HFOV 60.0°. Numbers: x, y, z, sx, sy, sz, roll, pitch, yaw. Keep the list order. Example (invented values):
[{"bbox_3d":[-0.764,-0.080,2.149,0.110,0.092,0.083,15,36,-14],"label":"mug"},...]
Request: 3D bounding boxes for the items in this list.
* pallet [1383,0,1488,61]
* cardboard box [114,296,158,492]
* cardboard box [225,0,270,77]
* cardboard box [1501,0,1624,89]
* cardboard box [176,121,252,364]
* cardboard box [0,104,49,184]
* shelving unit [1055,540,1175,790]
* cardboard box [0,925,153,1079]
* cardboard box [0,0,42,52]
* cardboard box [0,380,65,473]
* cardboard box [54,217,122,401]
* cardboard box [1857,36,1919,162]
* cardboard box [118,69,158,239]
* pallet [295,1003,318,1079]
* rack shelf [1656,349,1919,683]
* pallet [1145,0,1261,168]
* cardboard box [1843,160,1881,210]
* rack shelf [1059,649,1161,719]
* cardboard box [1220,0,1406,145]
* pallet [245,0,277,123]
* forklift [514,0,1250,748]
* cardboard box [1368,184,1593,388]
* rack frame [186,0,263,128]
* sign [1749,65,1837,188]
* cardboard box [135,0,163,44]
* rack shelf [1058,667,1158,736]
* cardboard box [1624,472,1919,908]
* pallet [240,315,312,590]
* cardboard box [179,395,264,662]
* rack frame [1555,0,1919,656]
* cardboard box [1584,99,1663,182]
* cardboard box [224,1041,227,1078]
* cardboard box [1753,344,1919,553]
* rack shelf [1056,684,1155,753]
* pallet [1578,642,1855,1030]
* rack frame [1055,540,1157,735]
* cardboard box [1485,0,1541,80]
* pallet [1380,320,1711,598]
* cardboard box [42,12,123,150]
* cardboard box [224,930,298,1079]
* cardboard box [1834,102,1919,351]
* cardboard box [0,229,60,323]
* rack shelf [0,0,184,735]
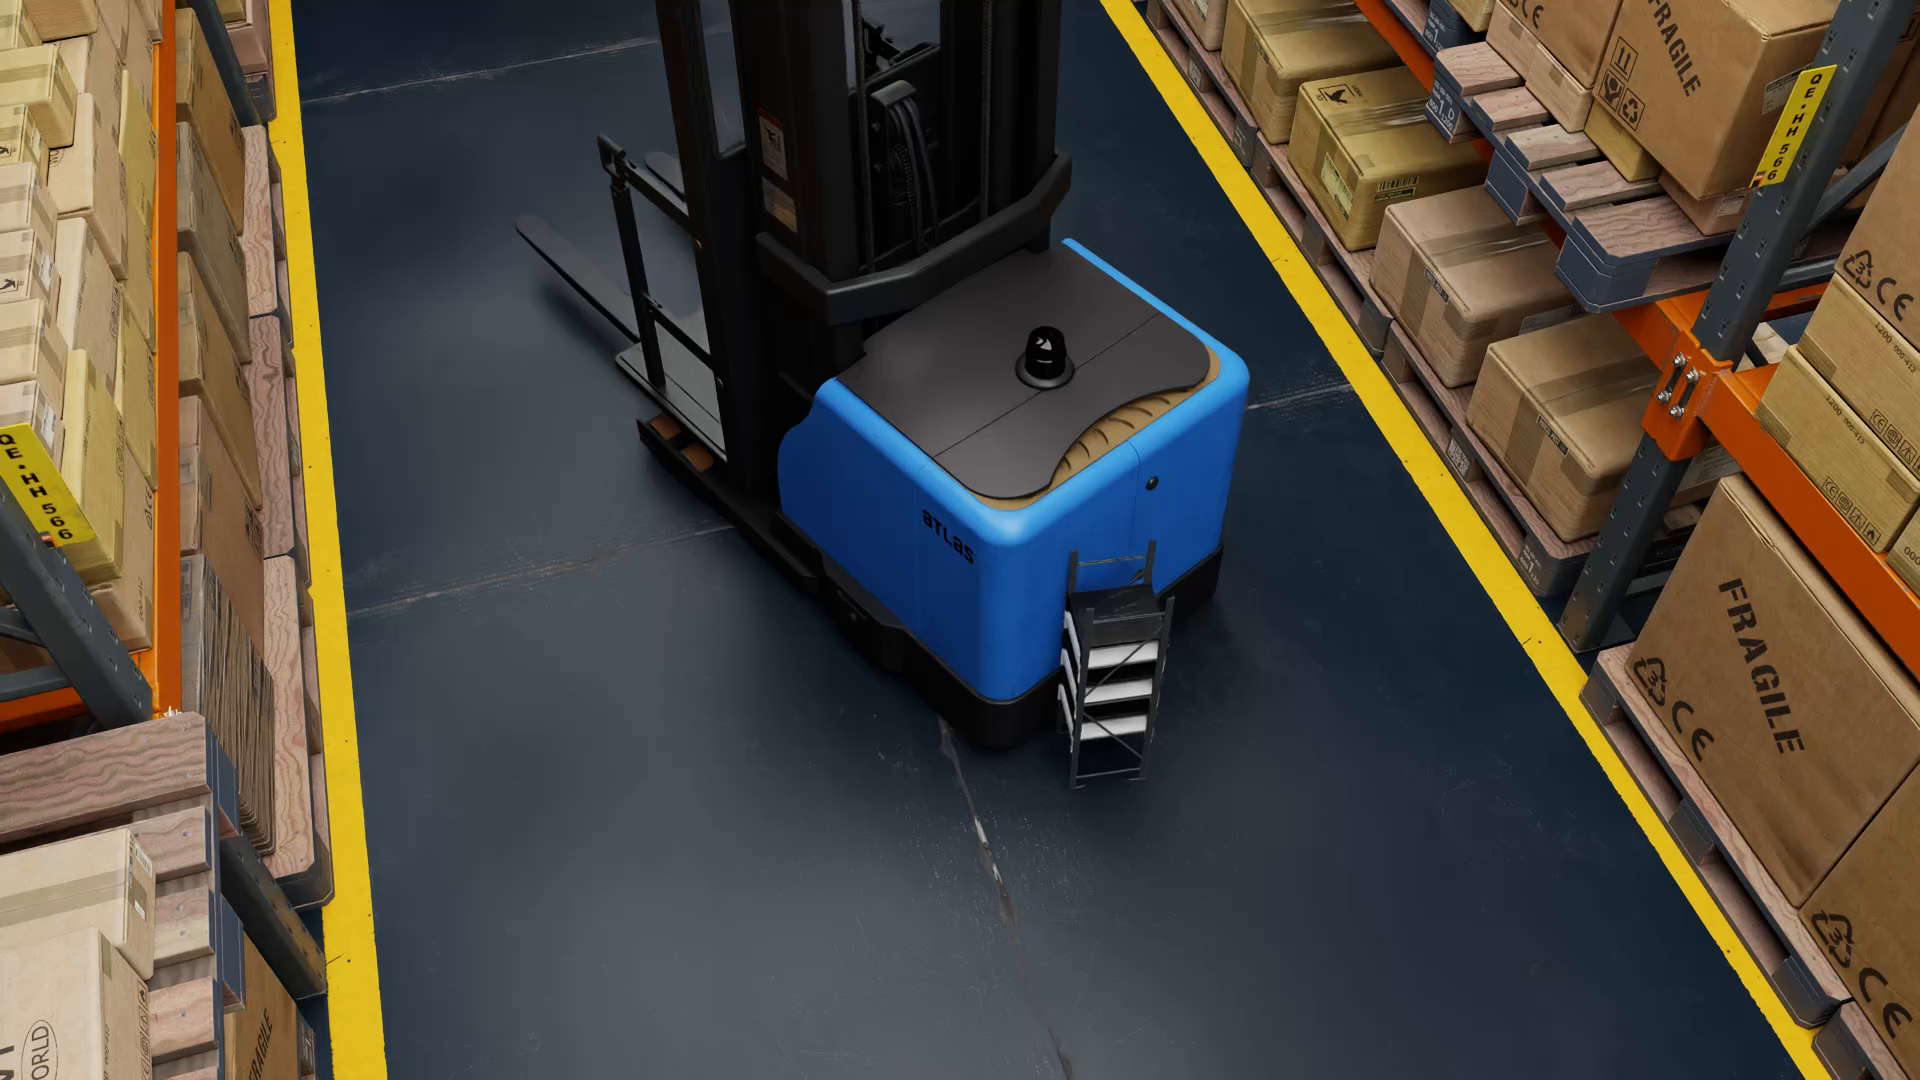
[{"bbox_3d":[1.843,-2.121,5.702,1.003,0.211,1.213,-13,51,-11],"label":"pallet"},{"bbox_3d":[-2.315,-0.321,4.157,0.500,0.250,0.500,-14,51,-12],"label":"cardboard box"},{"bbox_3d":[-3.283,-2.220,7.184,0.500,0.250,0.500,-13,51,-11],"label":"cardboard box"},{"bbox_3d":[1.904,-1.654,4.648,0.500,0.500,0.500,-14,51,-12],"label":"cardboard box"},{"bbox_3d":[-3.069,-0.966,5.881,0.875,0.625,0.625,-14,51,-11],"label":"cardboard box"},{"bbox_3d":[-2.459,-0.904,4.060,0.380,0.149,0.250,-13,51,-11],"label":"cardboard box"},{"bbox_3d":[0.437,0.383,4.838,0.258,0.900,0.210,-7,50,-6],"label":"shelving unit"},{"bbox_3d":[-1.652,0.989,2.778,0.500,0.250,0.500,-15,52,-13],"label":"cardboard box"},{"bbox_3d":[-2.647,-1.271,4.370,0.380,0.149,0.250,-13,51,-11],"label":"cardboard box"},{"bbox_3d":[-2.086,-0.162,3.435,0.380,0.149,0.250,-12,51,-10],"label":"cardboard box"},{"bbox_3d":[-2.318,-0.480,3.964,0.500,0.250,0.500,-12,51,-10],"label":"cardboard box"},{"bbox_3d":[2.555,-1.391,4.426,0.500,0.500,0.500,-15,51,-12],"label":"cardboard box"},{"bbox_3d":[-2.626,-1.075,4.792,0.500,0.250,0.500,-12,51,-10],"label":"cardboard box"},{"bbox_3d":[-2.088,1.831,4.068,1.003,0.211,1.213,-13,51,-11],"label":"pallet"},{"bbox_3d":[3.059,0.946,3.461,1.077,0.370,4.000,-13,51,-11],"label":"rack shelf"},{"bbox_3d":[1.516,-2.201,7.467,1.003,0.211,1.213,-13,51,-11],"label":"pallet"},{"bbox_3d":[2.549,-1.080,4.589,0.380,0.149,0.250,-16,52,-13],"label":"cardboard box"},{"bbox_3d":[0.436,0.404,4.863,0.258,0.077,0.200,-7,50,-6],"label":"rack shelf"},{"bbox_3d":[1.658,-2.050,6.960,0.950,0.372,0.625,-10,51,-9],"label":"cardboard box"},{"bbox_3d":[-3.651,-2.235,7.496,1.003,0.211,1.213,-13,51,-11],"label":"pallet"},{"bbox_3d":[-0.498,-1.356,4.976,1.130,2.935,3.031,-34,58,-25],"label":"forklift"},{"bbox_3d":[2.084,-0.987,6.064,0.950,0.372,0.625,-14,51,-12],"label":"cardboard box"},{"bbox_3d":[-3.456,-2.543,5.932,1.000,3.000,0.127,-13,51,-11],"label":"rack frame"},{"bbox_3d":[1.952,-0.965,3.896,0.100,0.325,0.005,-13,51,-11],"label":"sign"},{"bbox_3d":[-2.903,-1.820,5.420,0.500,0.250,0.500,-14,51,-11],"label":"cardboard box"},{"bbox_3d":[0.436,0.462,4.932,0.258,0.077,0.200,-7,50,-6],"label":"rack shelf"},{"bbox_3d":[2.592,0.326,4.628,0.875,0.875,0.875,-14,51,-11],"label":"cardboard box"},{"bbox_3d":[-2.836,-0.222,5.799,1.003,0.211,1.213,-13,51,-11],"label":"pallet"},{"bbox_3d":[-2.645,0.074,5.004,0.875,0.625,0.625,-12,51,-10],"label":"cardboard box"},{"bbox_3d":[2.467,-0.747,4.418,1.000,3.000,0.127,-13,51,-11],"label":"rack frame"},{"bbox_3d":[1.997,-1.167,4.661,0.380,0.149,0.250,-13,51,-10],"label":"cardboard box"},{"bbox_3d":[-1.885,1.143,3.760,0.380,0.149,0.250,-16,52,-13],"label":"cardboard box"},{"bbox_3d":[2.372,-0.284,4.126,0.500,0.250,0.500,-14,51,-12],"label":"cardboard box"},{"bbox_3d":[0.436,0.520,5.001,0.258,0.077,0.200,-7,50,-6],"label":"rack shelf"},{"bbox_3d":[2.629,0.745,4.984,1.003,0.211,1.213,-13,51,-11],"label":"pallet"},{"bbox_3d":[0.420,0.306,4.903,0.240,0.900,0.006,-7,50,-6],"label":"rack frame"},{"bbox_3d":[1.813,-1.526,4.964,0.380,0.149,0.250,-16,52,-13],"label":"cardboard box"},{"bbox_3d":[2.238,-0.419,5.965,1.003,0.211,1.213,-13,51,-11],"label":"pallet"},{"bbox_3d":[-2.631,-1.233,4.599,0.500,0.250,0.500,-13,51,-10],"label":"cardboard box"},{"bbox_3d":[-1.943,1.309,4.045,0.500,0.500,0.500,-12,51,-10],"label":"cardboard box"},{"bbox_3d":[2.380,-0.686,3.647,0.500,0.500,0.500,-15,51,-12],"label":"cardboard box"},{"bbox_3d":[-2.267,-0.539,3.753,0.380,0.149,0.250,-12,51,-10],"label":"cardboard box"},{"bbox_3d":[-2.865,-0.850,4.976,1.077,0.370,4.000,-13,51,-11],"label":"rack shelf"}]
